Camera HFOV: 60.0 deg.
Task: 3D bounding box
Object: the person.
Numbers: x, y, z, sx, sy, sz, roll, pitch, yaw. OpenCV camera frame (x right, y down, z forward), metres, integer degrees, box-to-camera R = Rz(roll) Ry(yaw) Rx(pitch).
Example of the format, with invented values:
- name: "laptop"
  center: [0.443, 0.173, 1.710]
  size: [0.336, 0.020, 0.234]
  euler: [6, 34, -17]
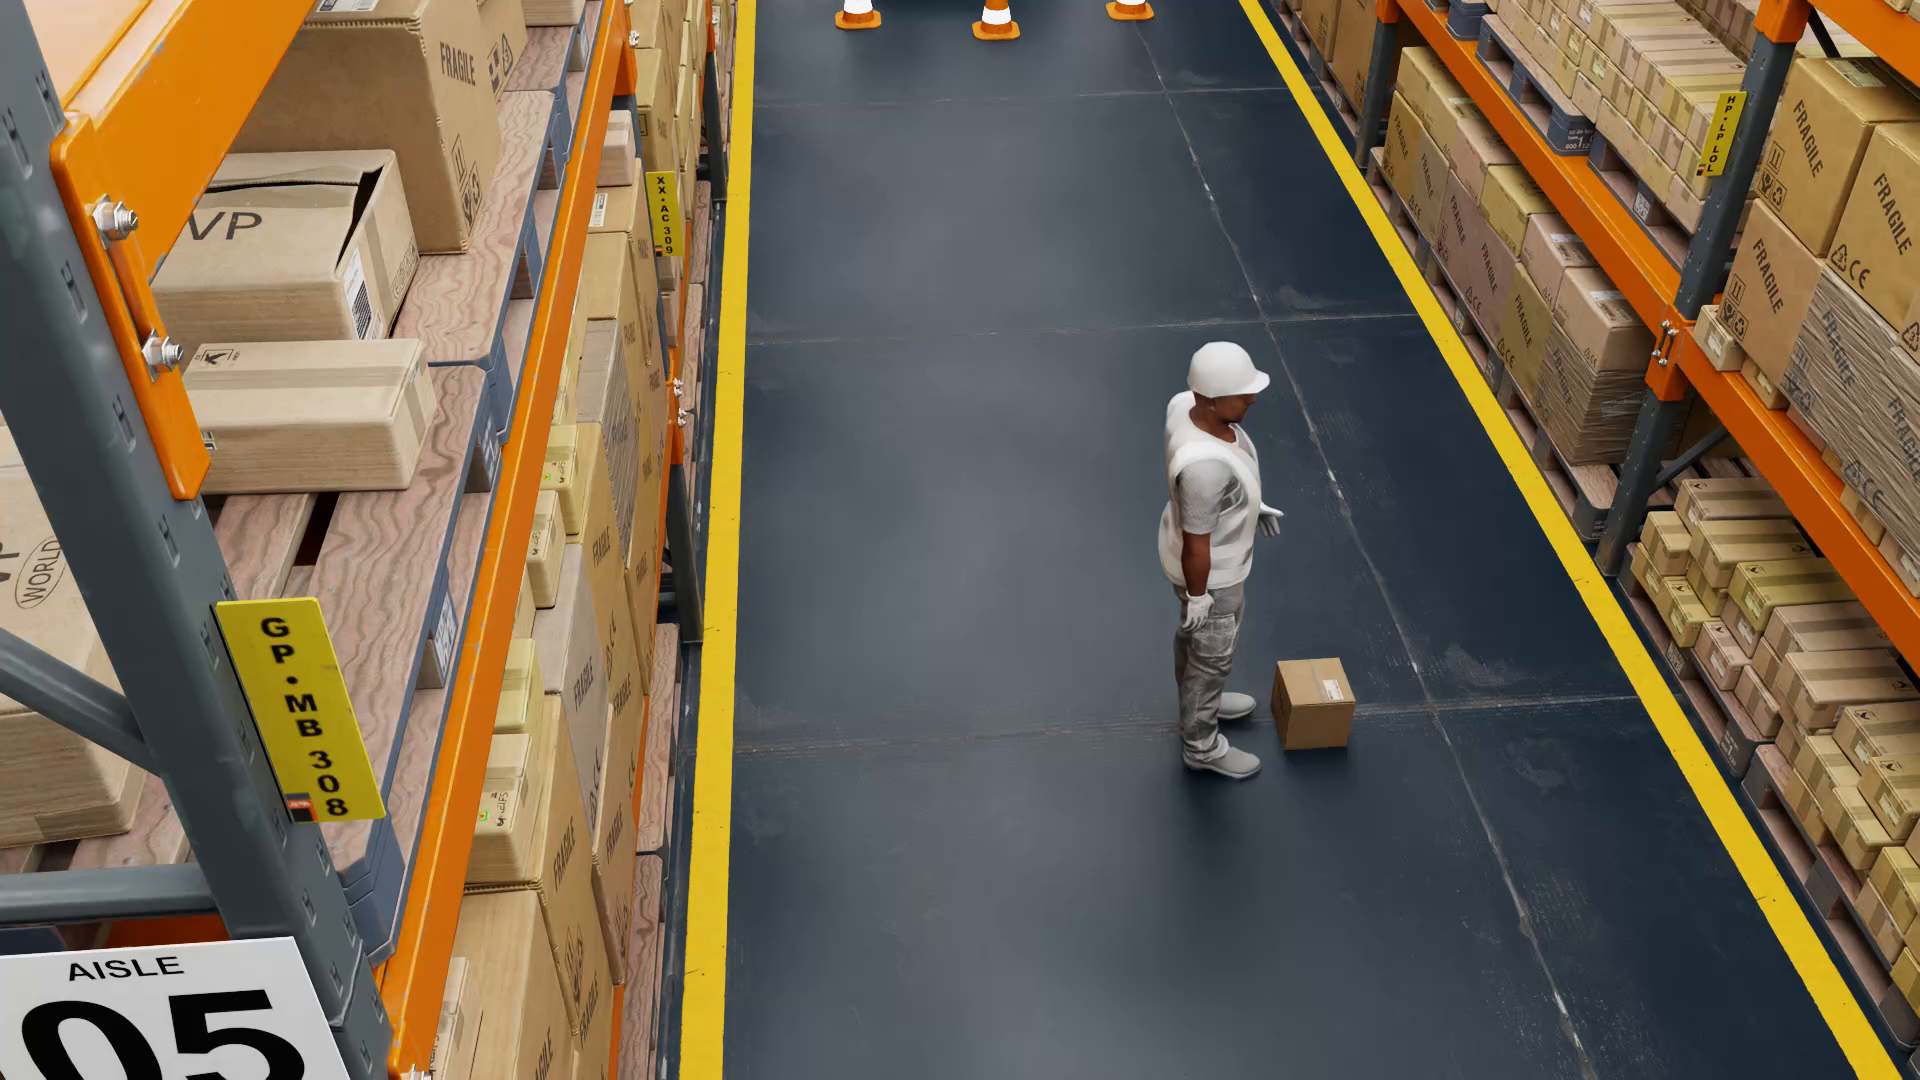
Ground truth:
- name: "person"
  center: [0.951, 0.069, 6.035]
  size: [0.491, 1.808, 0.570]
  euler: [0, 39, 1]
